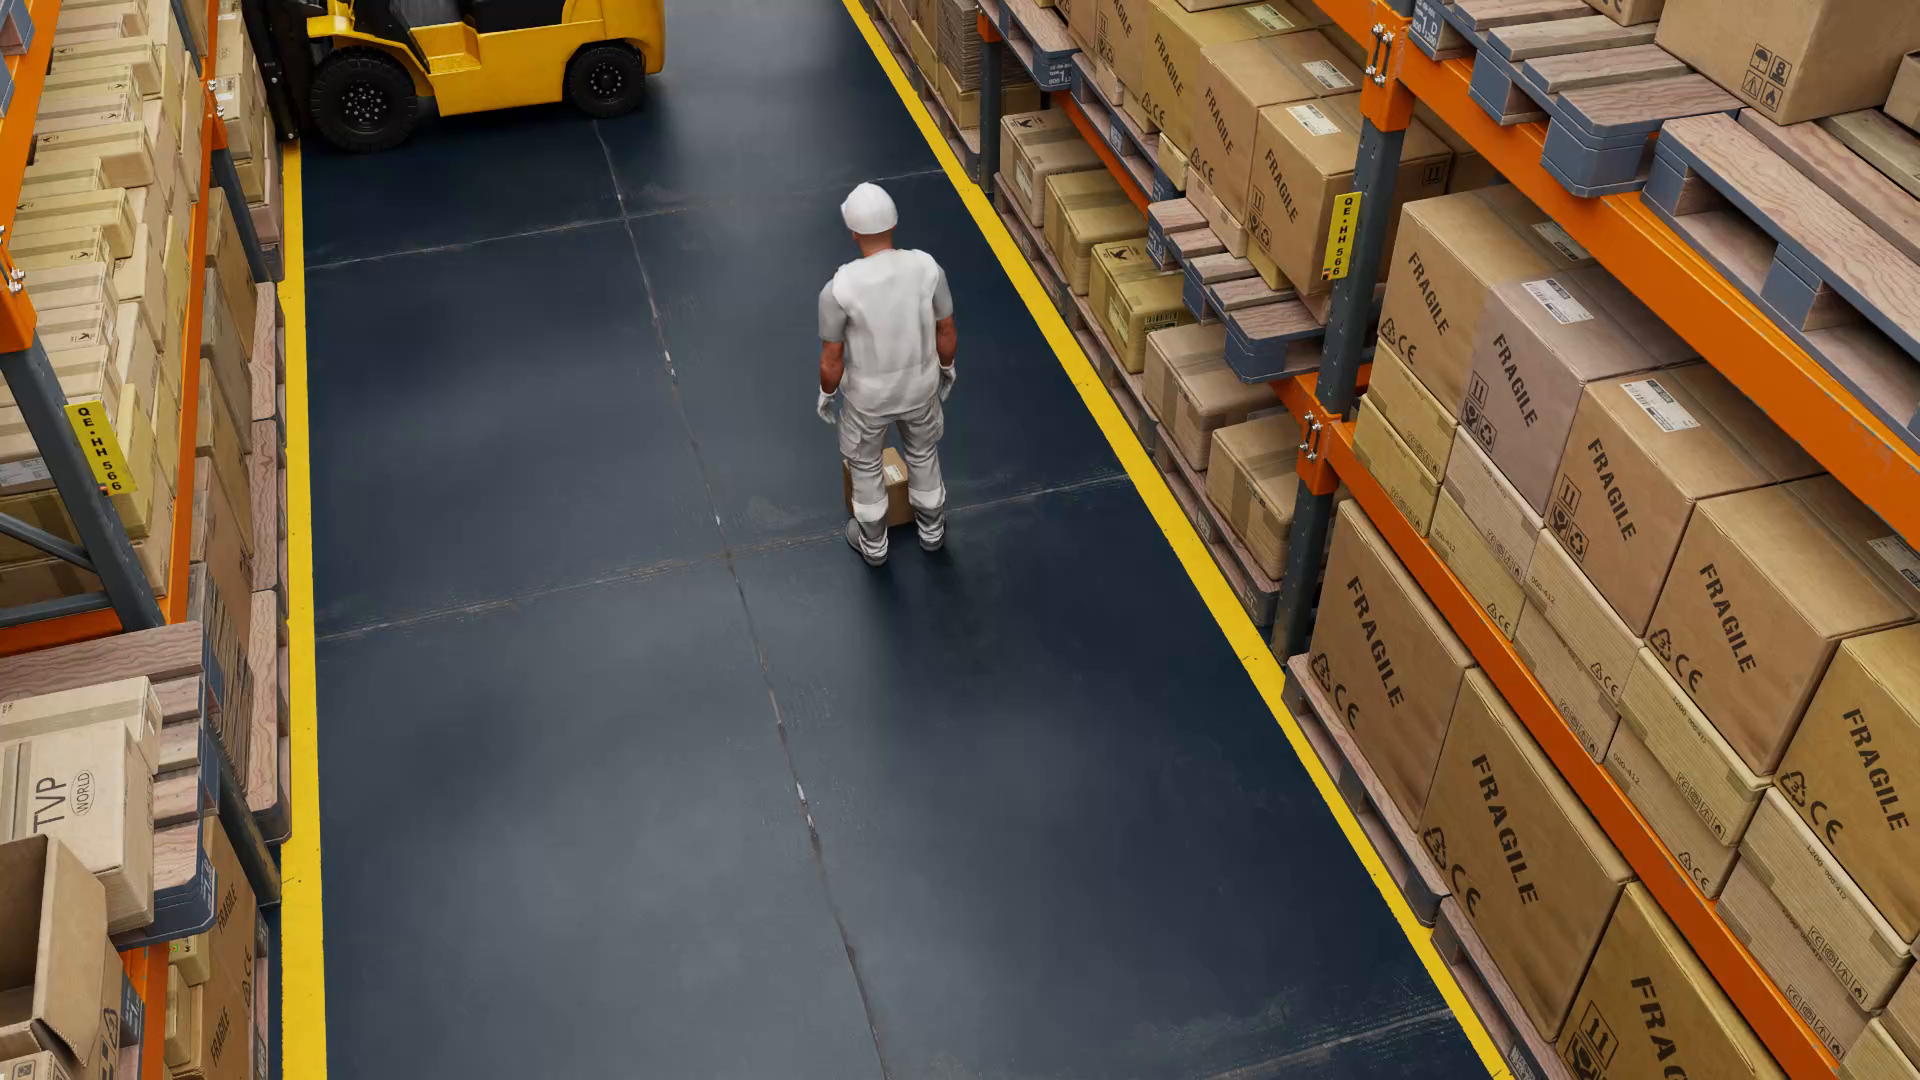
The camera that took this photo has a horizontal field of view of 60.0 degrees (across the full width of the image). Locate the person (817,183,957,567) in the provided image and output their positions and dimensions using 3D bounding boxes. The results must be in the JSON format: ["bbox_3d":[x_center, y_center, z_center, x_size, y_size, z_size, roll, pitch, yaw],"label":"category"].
[{"bbox_3d":[-0.298,-0.644,6.868,0.609,1.779,0.449,-14,44,-15],"label":"person"}]
